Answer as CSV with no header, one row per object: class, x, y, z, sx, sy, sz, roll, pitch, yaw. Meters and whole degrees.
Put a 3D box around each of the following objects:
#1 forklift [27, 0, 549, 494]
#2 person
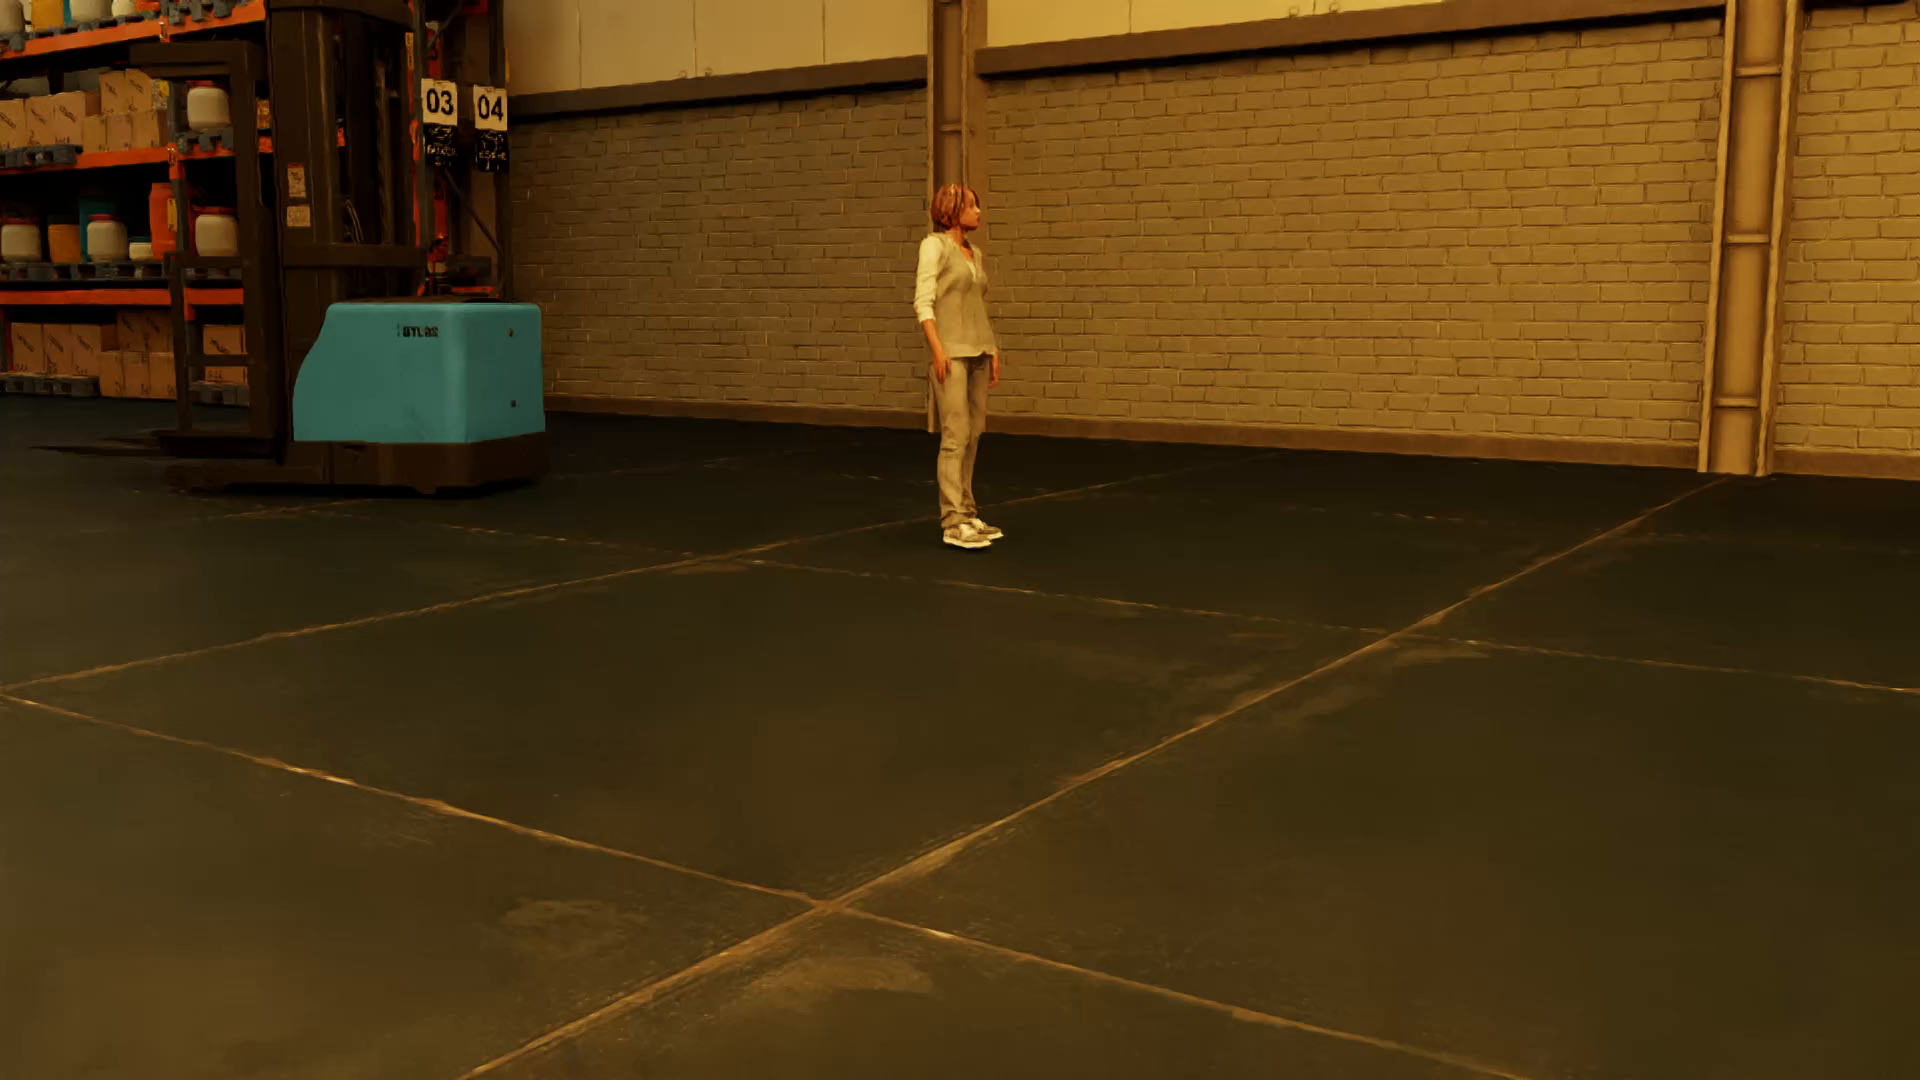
forklift,-4.058,-1.789,9.776,3.031,2.935,1.130,2,8,14
person,0.054,-0.790,7.438,0.474,1.597,0.521,5,10,34
